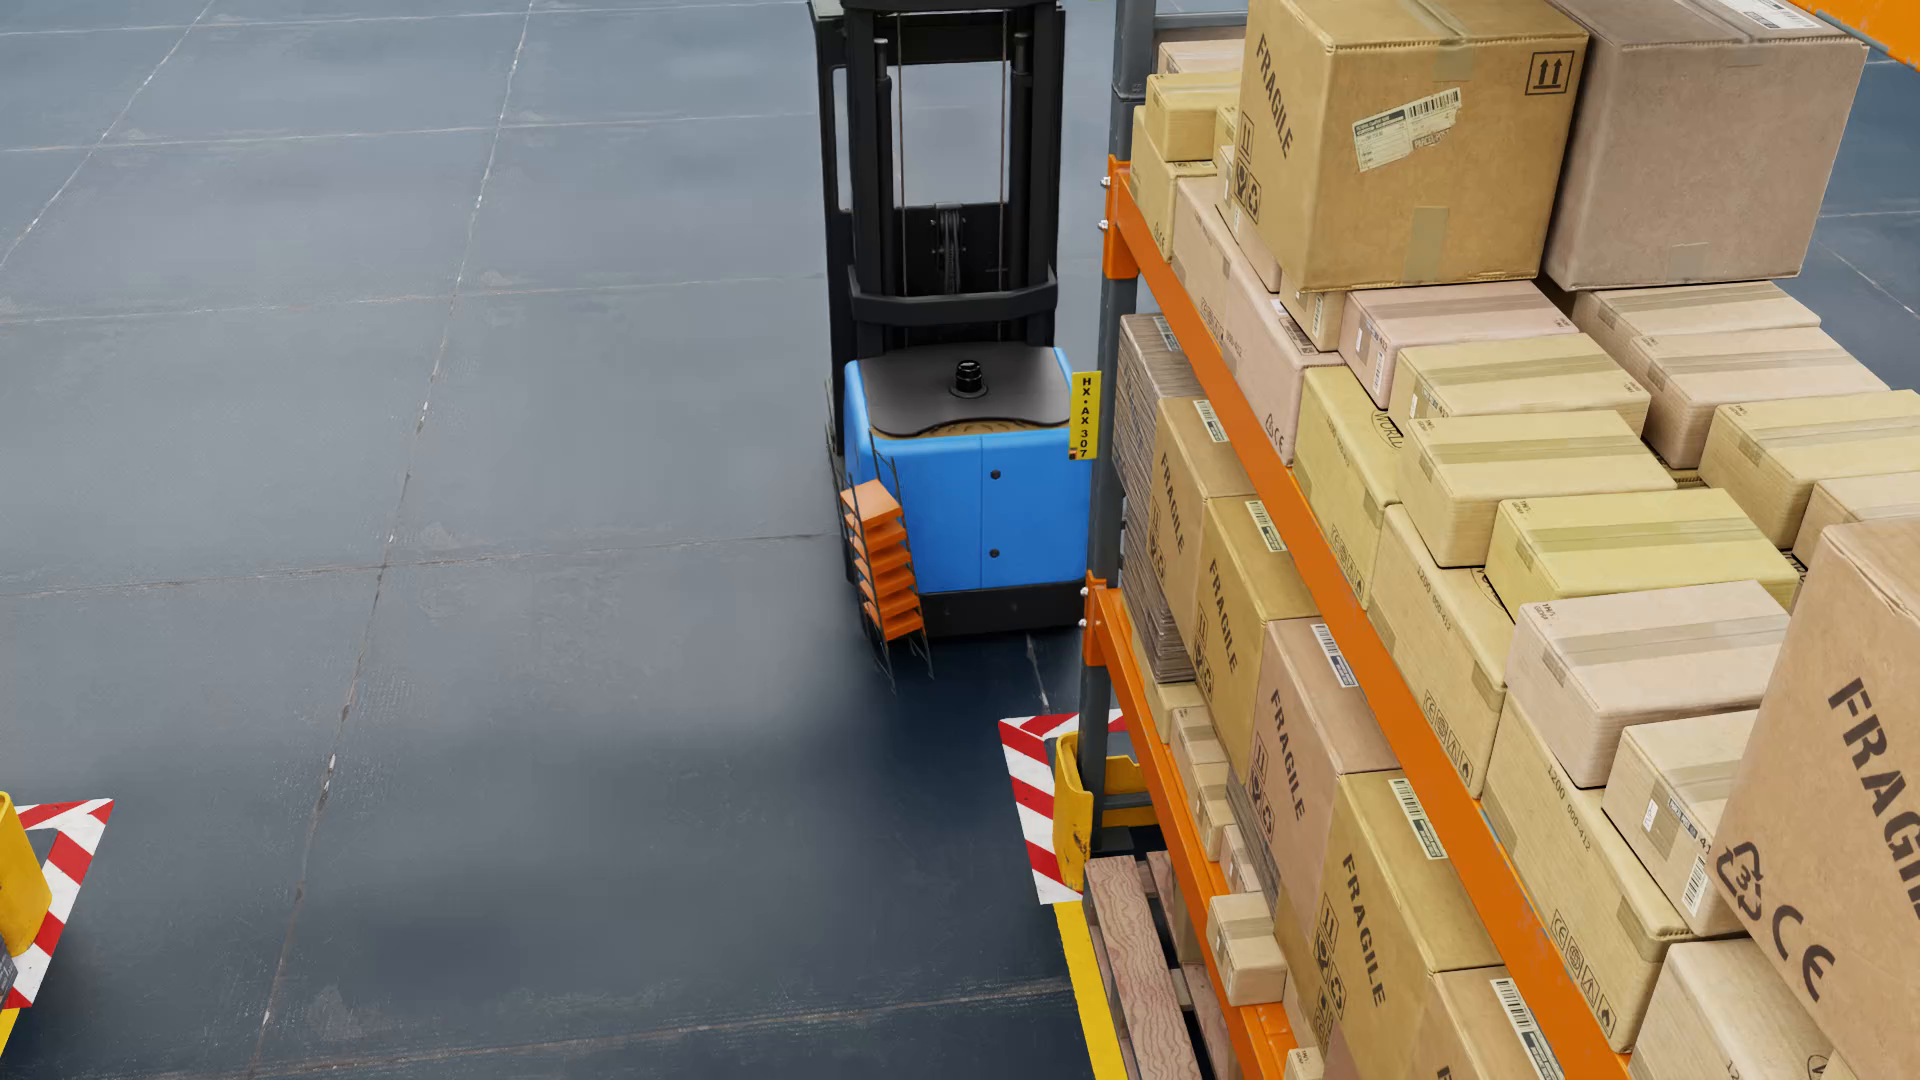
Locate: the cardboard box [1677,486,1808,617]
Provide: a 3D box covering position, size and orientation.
[{"bbox_3d":[1.545,0.125,2.872,0.500,0.250,0.500,-6,35,-8],"label":"cardboard box"}]

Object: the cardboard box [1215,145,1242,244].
[{"bbox_3d":[0.815,-0.816,3.900,0.380,0.149,0.250,-3,34,-4],"label":"cardboard box"}]

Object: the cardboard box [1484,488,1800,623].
[{"bbox_3d":[1.065,0.053,2.624,0.380,0.149,0.250,-3,34,-5],"label":"cardboard box"}]

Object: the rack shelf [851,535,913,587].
[{"bbox_3d":[-0.330,0.059,6.951,0.180,0.103,0.258,-19,38,-12],"label":"rack shelf"}]

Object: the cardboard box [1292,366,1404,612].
[{"bbox_3d":[0.968,-0.121,3.234,0.500,0.250,0.500,-3,34,-5],"label":"cardboard box"}]

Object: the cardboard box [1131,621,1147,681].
[{"bbox_3d":[0.763,0.336,5.317,0.380,0.149,0.250,-4,35,-6],"label":"cardboard box"}]

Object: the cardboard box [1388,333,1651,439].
[{"bbox_3d":[1.023,-0.248,3.066,0.380,0.149,0.250,-6,35,-8],"label":"cardboard box"}]

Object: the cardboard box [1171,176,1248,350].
[{"bbox_3d":[0.831,-0.688,4.065,0.500,0.250,0.500,-5,35,-7],"label":"cardboard box"}]

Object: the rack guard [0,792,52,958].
[{"bbox_3d":[-3.985,1.253,5.968,1.175,0.500,0.348,-4,35,-6],"label":"rack guard"}]

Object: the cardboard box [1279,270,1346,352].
[{"bbox_3d":[0.896,-0.529,3.478,0.380,0.149,0.250,-6,35,-9],"label":"cardboard box"}]

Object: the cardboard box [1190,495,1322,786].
[{"bbox_3d":[0.879,0.223,4.019,0.500,0.500,0.500,-4,35,-6],"label":"cardboard box"}]

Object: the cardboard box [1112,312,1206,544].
[{"bbox_3d":[0.750,-0.336,4.838,0.500,0.500,0.500,-4,35,-6],"label":"cardboard box"}]

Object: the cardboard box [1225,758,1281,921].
[{"bbox_3d":[1.204,0.611,4.337,0.875,0.500,0.500,-4,35,-6],"label":"cardboard box"}]

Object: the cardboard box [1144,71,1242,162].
[{"bbox_3d":[0.693,-1.105,4.324,0.380,0.149,0.250,-4,34,-5],"label":"cardboard box"}]

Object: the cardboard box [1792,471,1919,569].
[{"bbox_3d":[1.602,0.014,2.682,0.380,0.149,0.250,-5,35,-7],"label":"cardboard box"}]

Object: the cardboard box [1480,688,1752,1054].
[{"bbox_3d":[1.104,0.442,2.408,0.500,0.250,0.500,-4,34,-5],"label":"cardboard box"}]

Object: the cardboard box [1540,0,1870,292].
[{"bbox_3d":[1.406,-0.851,3.374,0.500,0.500,0.500,-4,35,-6],"label":"cardboard box"}]

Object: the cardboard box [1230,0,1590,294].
[{"bbox_3d":[0.879,-0.847,3.369,0.500,0.500,0.500,-5,35,-7],"label":"cardboard box"}]

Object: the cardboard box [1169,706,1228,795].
[{"bbox_3d":[0.836,0.614,4.908,0.380,0.149,0.250,-4,35,-6],"label":"cardboard box"}]

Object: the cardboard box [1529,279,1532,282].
[{"bbox_3d":[1.394,-0.449,3.714,0.500,0.250,0.500,-4,34,-5],"label":"cardboard box"}]

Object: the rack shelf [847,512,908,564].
[{"bbox_3d":[-0.345,-0.036,6.879,0.180,0.103,0.258,-19,38,-12],"label":"rack shelf"}]

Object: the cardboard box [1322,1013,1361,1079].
[{"bbox_3d":[1.286,1.173,3.512,0.875,0.500,0.500,-4,35,-6],"label":"cardboard box"}]

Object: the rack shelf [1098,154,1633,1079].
[{"bbox_3d":[1.215,0.088,3.433,1.077,0.370,4.000,-4,35,-6],"label":"rack shelf"}]

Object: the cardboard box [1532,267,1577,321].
[{"bbox_3d":[1.461,-0.570,3.539,0.380,0.149,0.250,-6,35,-9],"label":"cardboard box"}]

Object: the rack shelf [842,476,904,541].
[{"bbox_3d":[-0.361,-0.131,6.807,0.180,0.103,0.258,-19,38,-12],"label":"rack shelf"}]

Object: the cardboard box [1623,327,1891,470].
[{"bbox_3d":[1.465,-0.267,3.094,0.380,0.149,0.250,-4,34,-5],"label":"cardboard box"}]

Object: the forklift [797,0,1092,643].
[{"bbox_3d":[-0.148,-1.573,7.956,1.130,2.935,3.031,-6,35,-9],"label":"forklift"}]

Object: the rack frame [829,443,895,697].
[{"bbox_3d":[-0.405,0.147,6.977,0.006,1.200,0.240,-19,38,-12],"label":"rack frame"}]

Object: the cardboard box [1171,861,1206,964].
[{"bbox_3d":[1.014,1.123,5.785,0.500,0.500,0.500,2,34,2],"label":"cardboard box"}]

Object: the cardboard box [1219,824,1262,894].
[{"bbox_3d":[0.923,0.892,4.501,0.380,0.149,0.250,-4,35,-6],"label":"cardboard box"}]

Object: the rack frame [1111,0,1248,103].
[{"bbox_3d":[0.947,-2.565,4.023,1.000,3.000,0.127,-4,35,-6],"label":"rack frame"}]

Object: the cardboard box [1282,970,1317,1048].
[{"bbox_3d":[1.019,1.169,4.094,0.380,0.149,0.250,-4,35,-6],"label":"cardboard box"}]

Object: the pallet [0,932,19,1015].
[{"bbox_3d":[-3.797,1.826,5.383,1.003,0.211,1.213,-4,35,-6],"label":"pallet"}]

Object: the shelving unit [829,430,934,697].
[{"bbox_3d":[-0.320,0.119,6.996,0.189,1.200,0.258,-19,38,-12],"label":"shelving unit"}]

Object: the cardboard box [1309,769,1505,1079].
[{"bbox_3d":[1.016,0.780,3.200,0.500,0.500,0.500,-4,35,-6],"label":"cardboard box"}]

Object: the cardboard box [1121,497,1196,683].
[{"bbox_3d":[0.993,0.059,5.147,0.875,0.500,0.500,-4,35,-6],"label":"cardboard box"}]

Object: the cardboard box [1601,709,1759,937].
[{"bbox_3d":[1.090,0.355,2.181,0.380,0.149,0.250,-6,35,-9],"label":"cardboard box"}]
